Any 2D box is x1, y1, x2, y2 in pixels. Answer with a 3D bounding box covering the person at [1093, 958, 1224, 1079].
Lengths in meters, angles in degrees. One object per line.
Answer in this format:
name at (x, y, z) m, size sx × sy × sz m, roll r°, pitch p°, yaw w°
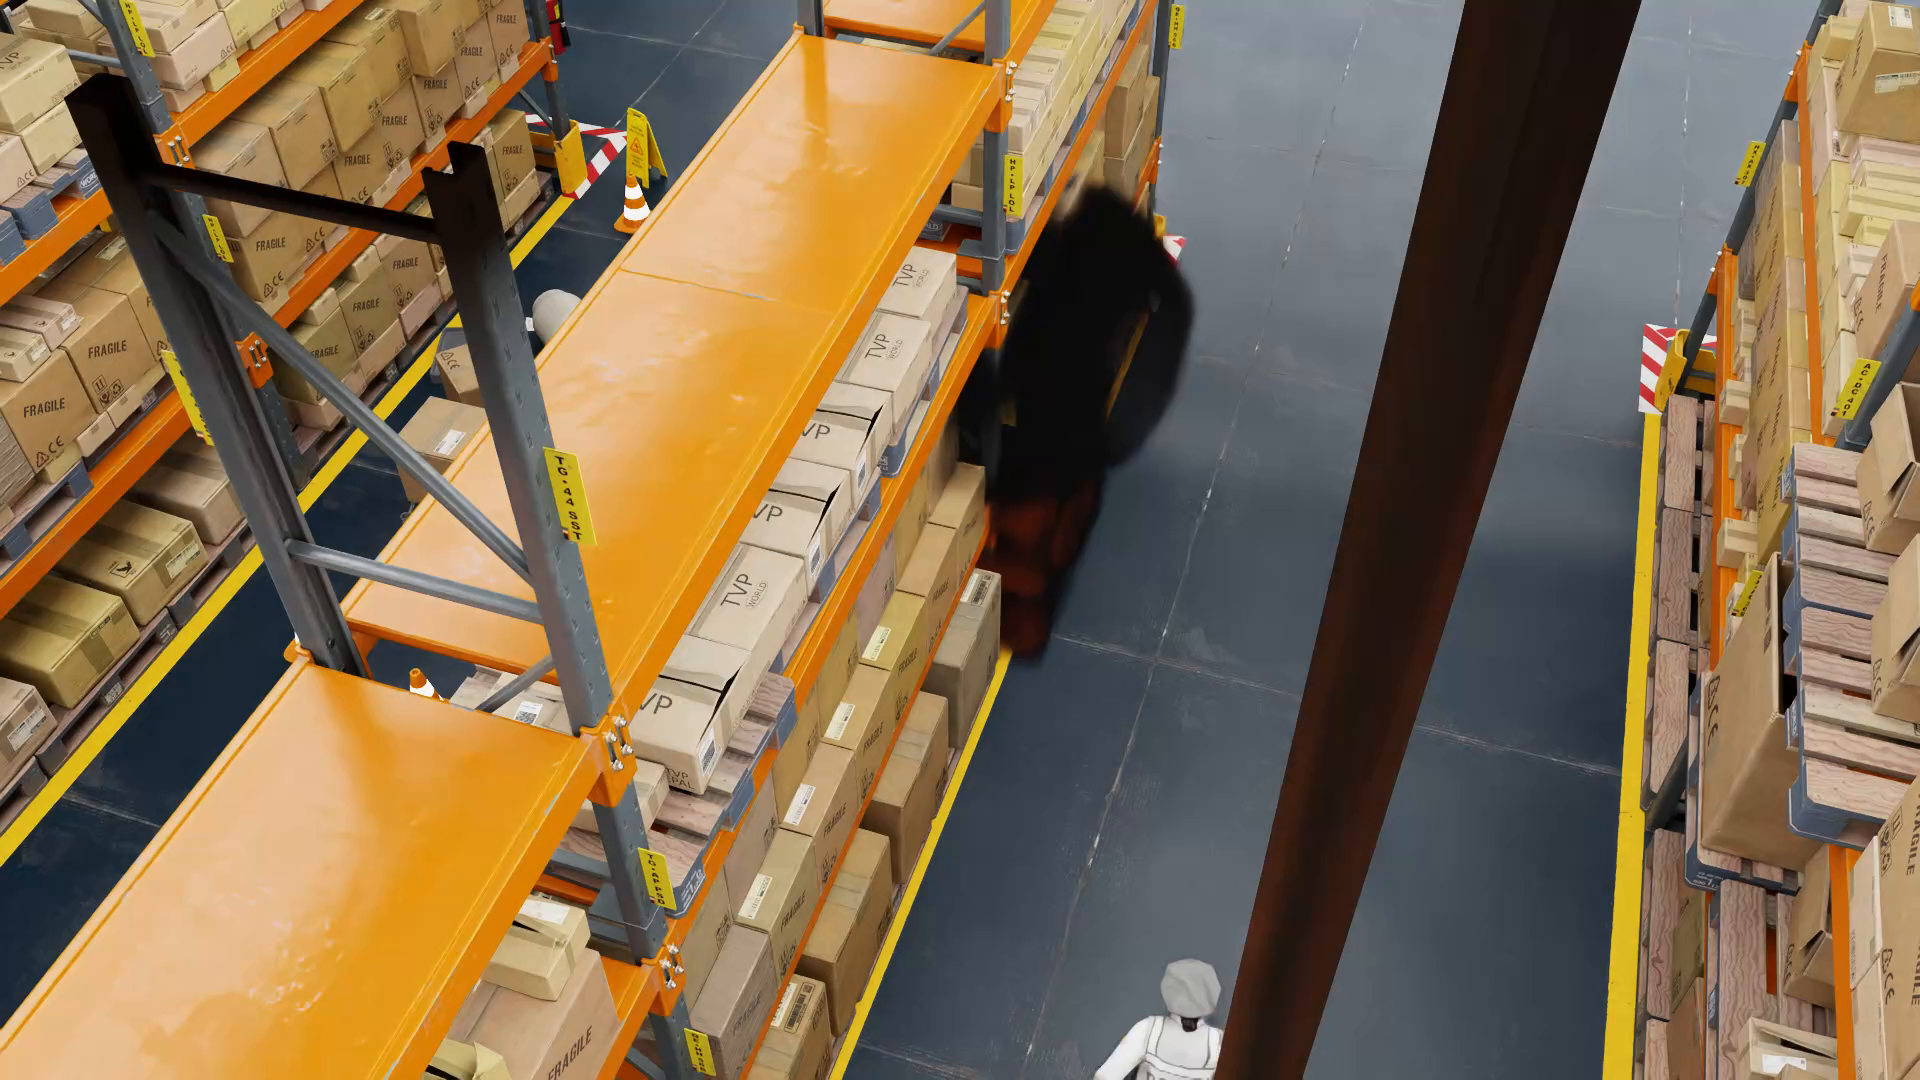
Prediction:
person at (0.870, 2.615, 7.170) m, size 0.653 × 1.627 × 0.938 m, roll 8°, pitch 46°, yaw 8°
